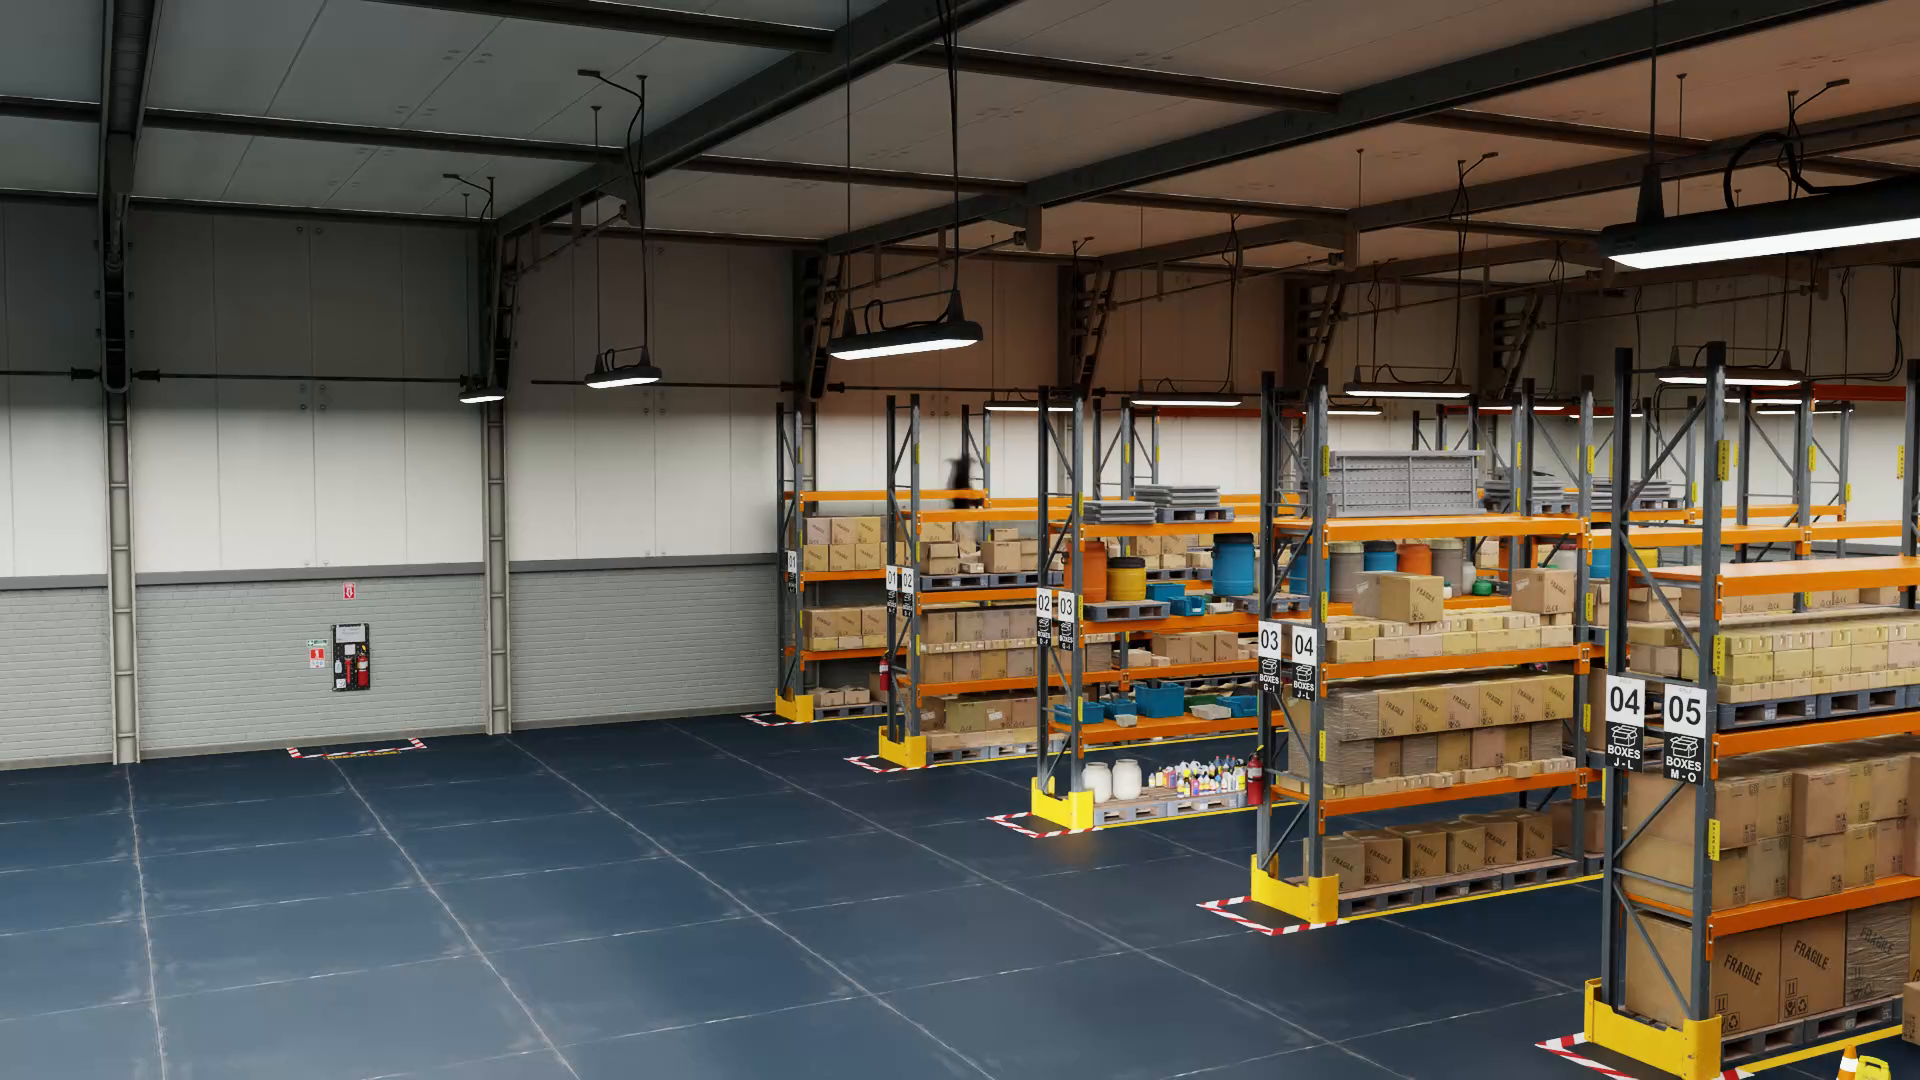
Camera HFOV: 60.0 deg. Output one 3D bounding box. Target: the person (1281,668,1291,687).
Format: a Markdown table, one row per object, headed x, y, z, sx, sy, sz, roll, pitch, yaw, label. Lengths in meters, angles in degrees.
| x | y | z | sx | sy | sz | roll | pitch | yaw | label |
| --- | --- | --- | --- | --- | --- | --- | --- | --- | --- |
| 6.765 | 2.472 | 34.690 | 0.658 | 1.536 | 1.171 | 2 | 4 | 36 | person |
